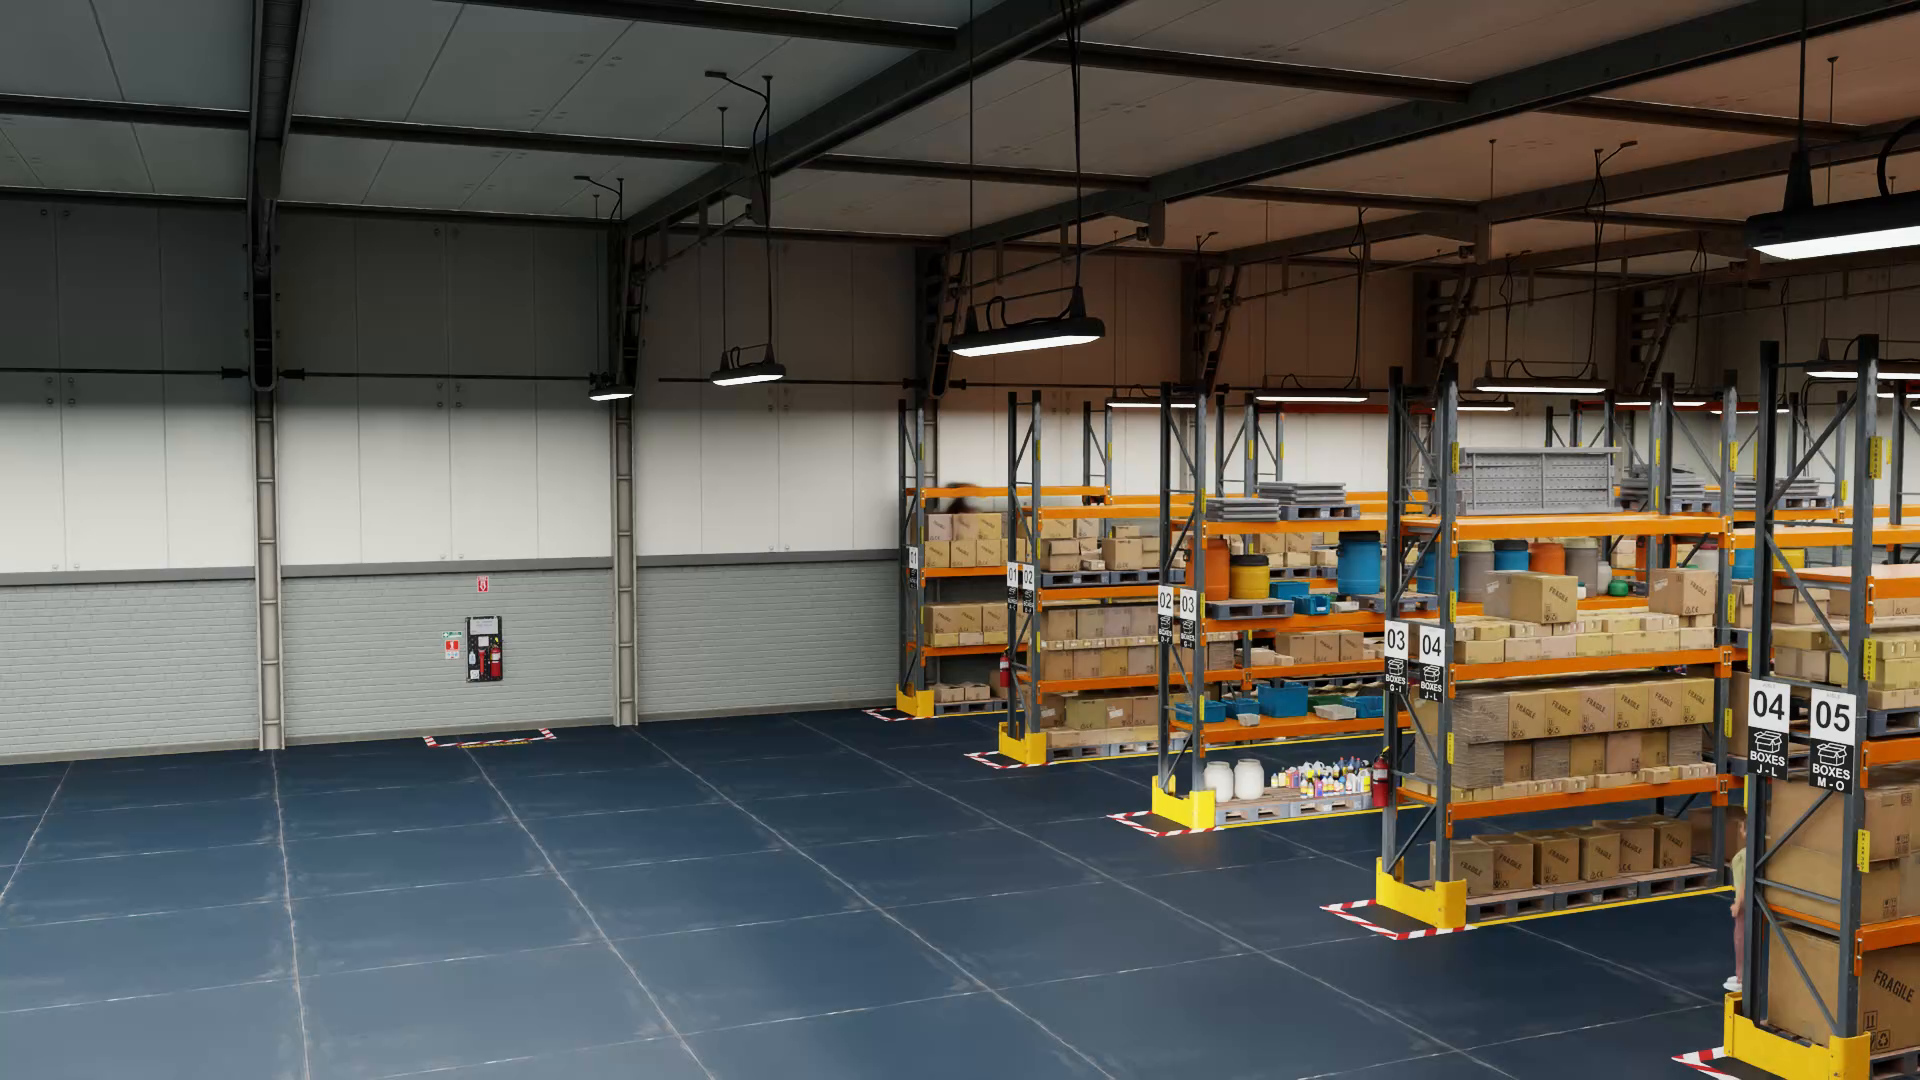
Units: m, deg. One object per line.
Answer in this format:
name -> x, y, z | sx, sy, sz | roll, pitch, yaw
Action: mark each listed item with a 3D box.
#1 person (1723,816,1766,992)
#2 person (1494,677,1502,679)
person -> 7.431, 3.419, 15.696 | 0.370, 1.672, 0.521 | 2, 4, 26
person -> 8.440, 2.739, 26.618 | 0.571, 1.729, 0.367 | -2, 4, -31
